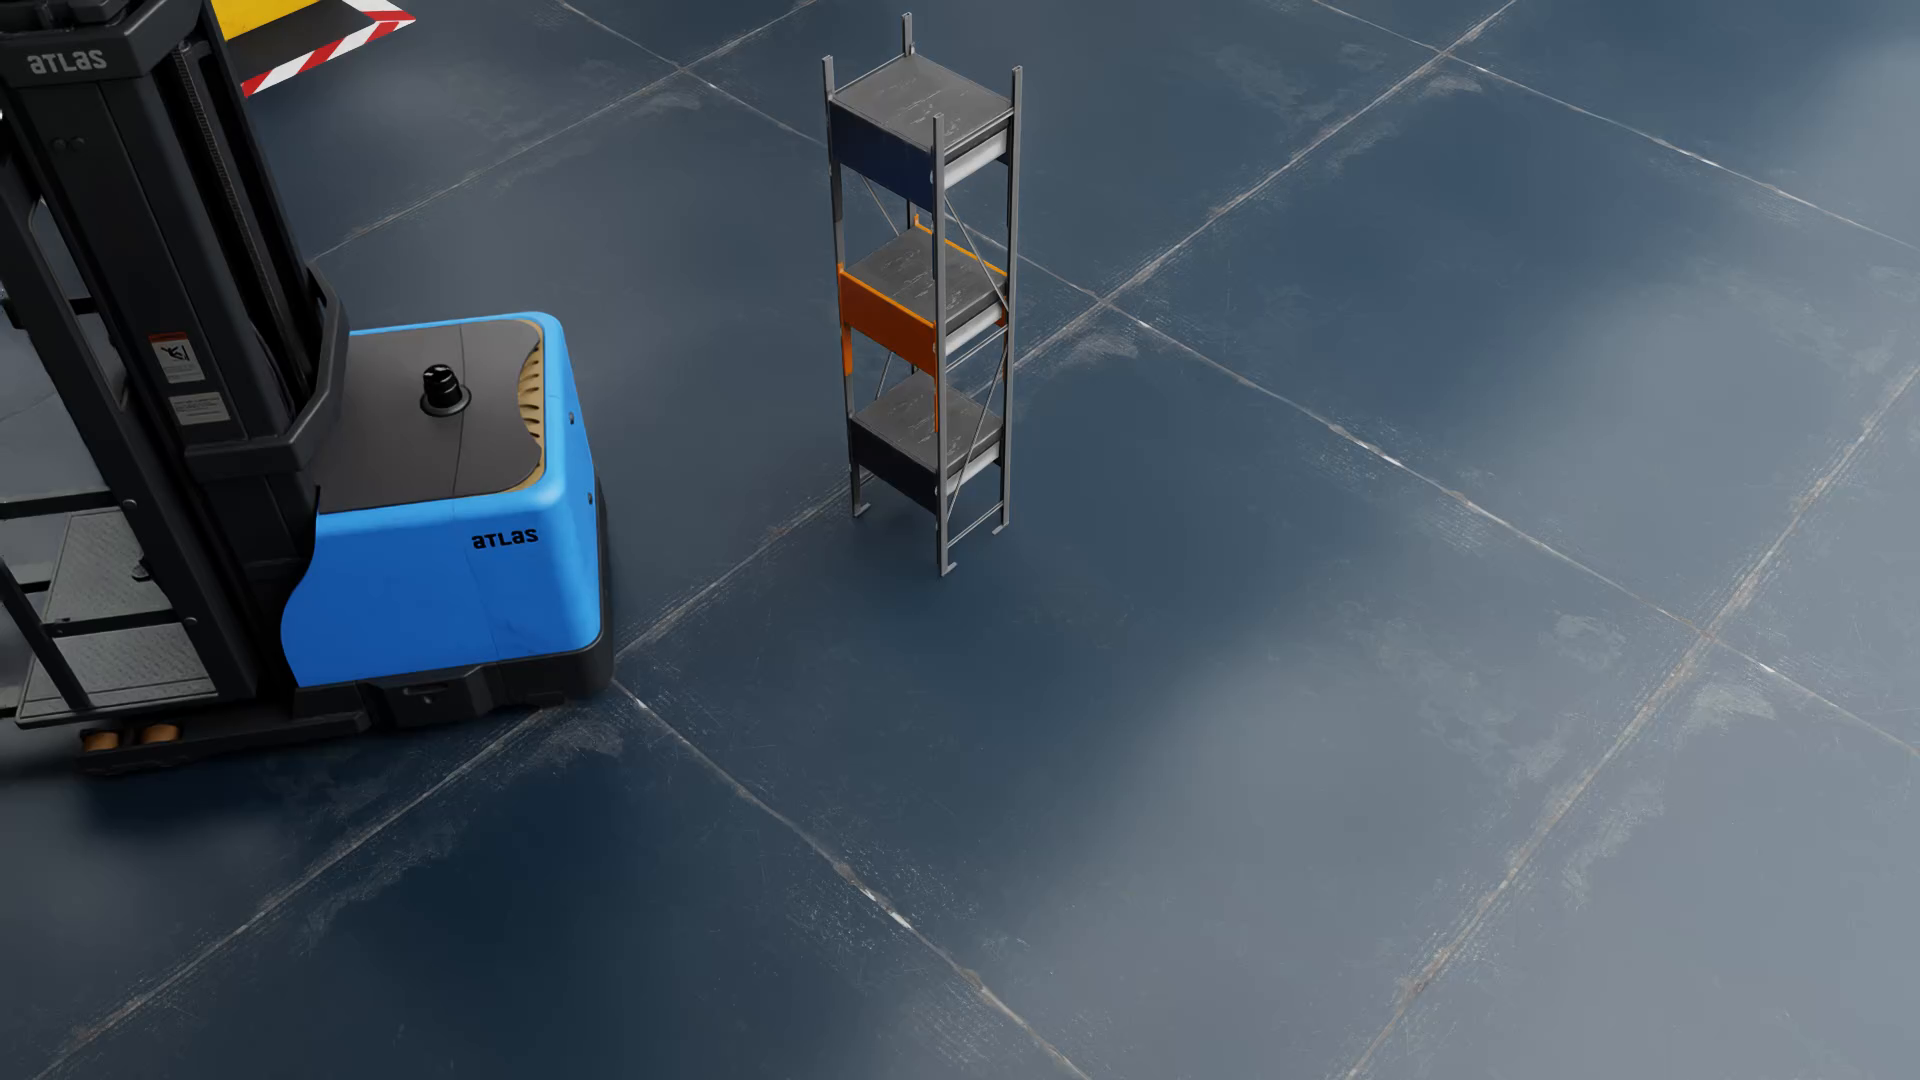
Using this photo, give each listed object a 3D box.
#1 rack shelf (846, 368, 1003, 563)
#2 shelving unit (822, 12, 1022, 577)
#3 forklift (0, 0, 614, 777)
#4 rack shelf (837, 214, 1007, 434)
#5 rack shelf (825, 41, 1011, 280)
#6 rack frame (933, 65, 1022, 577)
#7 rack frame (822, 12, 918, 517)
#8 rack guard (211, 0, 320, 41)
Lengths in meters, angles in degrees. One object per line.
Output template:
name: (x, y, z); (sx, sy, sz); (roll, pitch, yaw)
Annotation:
rack shelf: (-0.122, -0.312, 6.582); (0.480, 0.518, 0.431); (34, 55, 28)
shelving unit: (-0.122, -0.801, 6.061); (0.503, 2.100, 0.431); (34, 55, 28)
forklift: (-2.856, -0.580, 5.284); (3.031, 2.935, 1.130); (-7, 47, -7)
rack shelf: (-0.122, -0.791, 6.071); (0.480, 0.518, 0.431); (34, 55, 28)
rack shelf: (-0.122, -1.270, 5.561); (0.480, 0.518, 0.431); (34, 55, 28)
rack frame: (0.058, -0.680, 5.948); (0.015, 2.100, 0.400); (34, 55, 28)
rack frame: (-0.301, -0.921, 6.175); (0.015, 2.100, 0.400); (34, 55, 28)
rack guard: (-4.139, -3.171, 9.384); (0.348, 0.500, 1.175); (34, 55, 28)
